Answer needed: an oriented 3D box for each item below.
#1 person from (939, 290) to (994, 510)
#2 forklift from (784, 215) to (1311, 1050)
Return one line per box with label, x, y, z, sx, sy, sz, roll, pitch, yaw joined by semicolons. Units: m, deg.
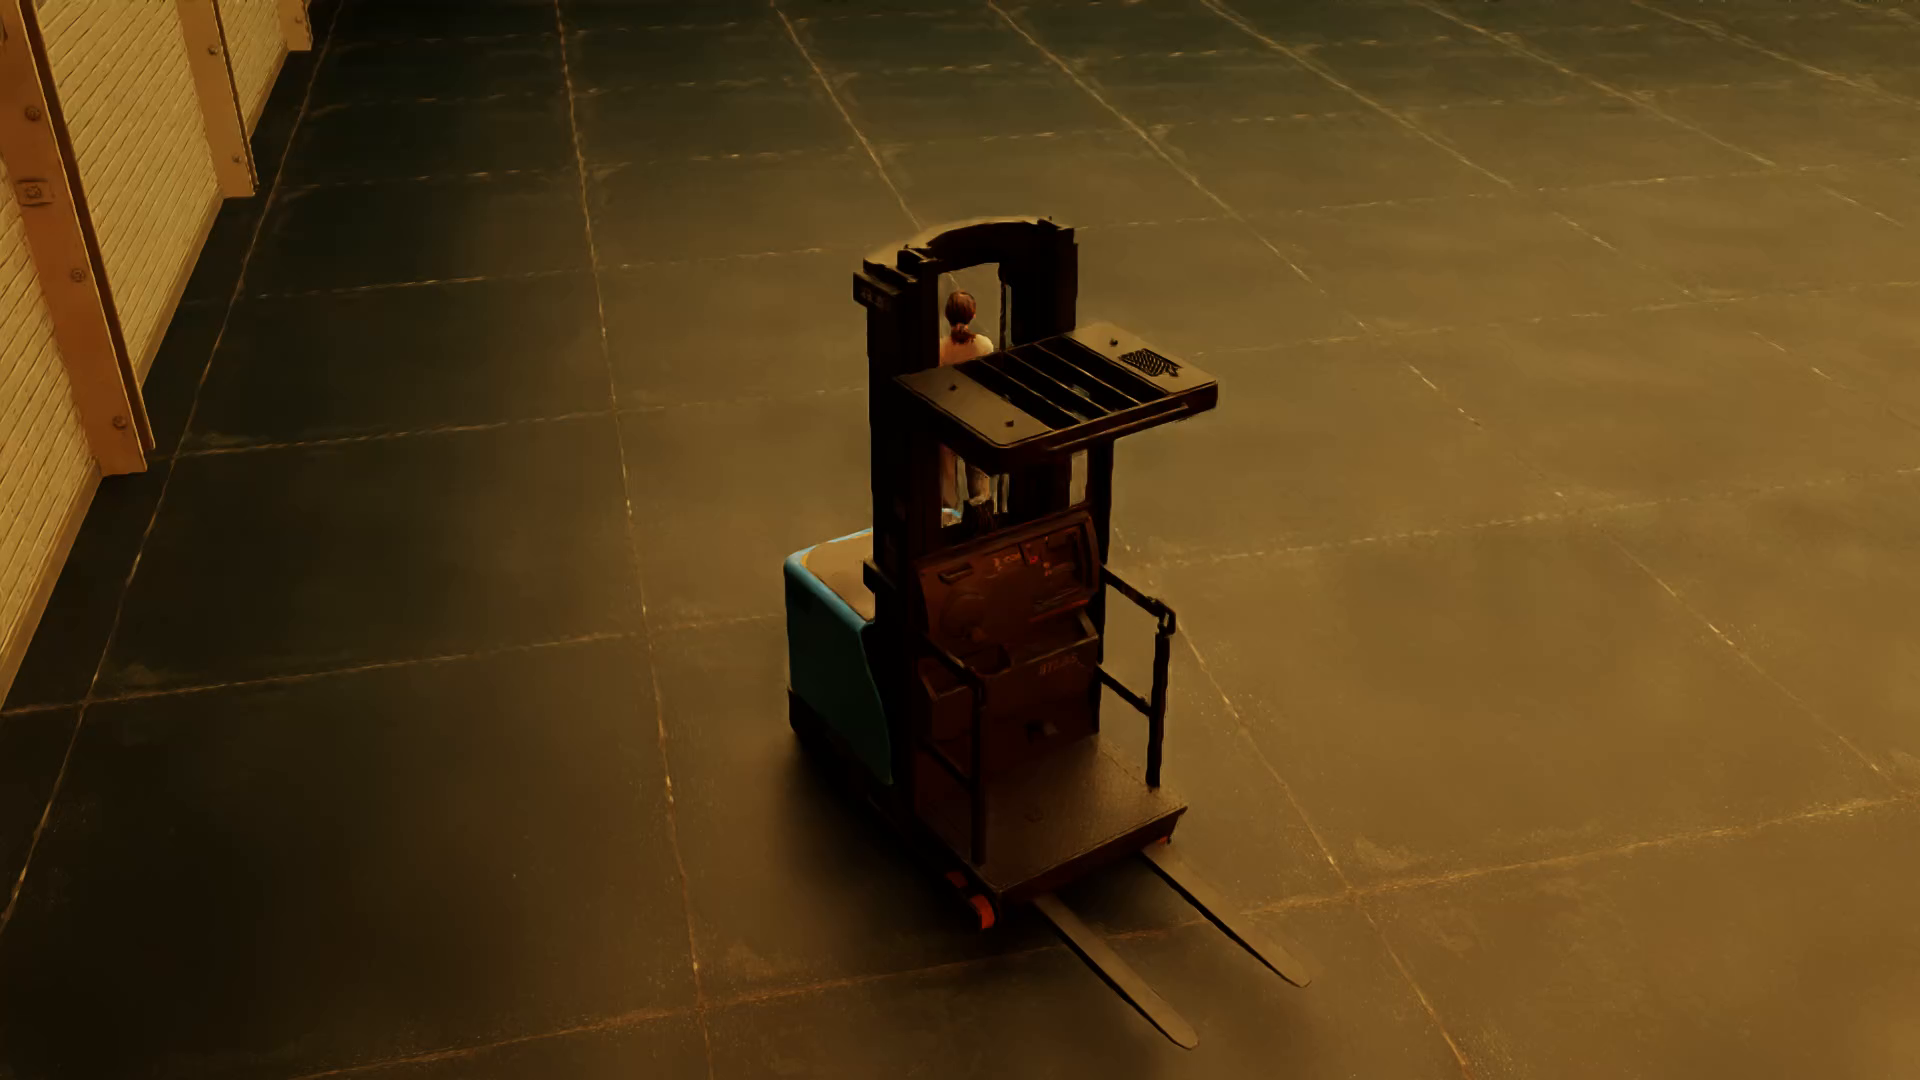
person;-0.003;-0.728;10.088;0.432;1.673;0.365;-7;31;-12
forklift;0.344;0.215;7.204;1.130;2.935;3.031;-18;35;-29
